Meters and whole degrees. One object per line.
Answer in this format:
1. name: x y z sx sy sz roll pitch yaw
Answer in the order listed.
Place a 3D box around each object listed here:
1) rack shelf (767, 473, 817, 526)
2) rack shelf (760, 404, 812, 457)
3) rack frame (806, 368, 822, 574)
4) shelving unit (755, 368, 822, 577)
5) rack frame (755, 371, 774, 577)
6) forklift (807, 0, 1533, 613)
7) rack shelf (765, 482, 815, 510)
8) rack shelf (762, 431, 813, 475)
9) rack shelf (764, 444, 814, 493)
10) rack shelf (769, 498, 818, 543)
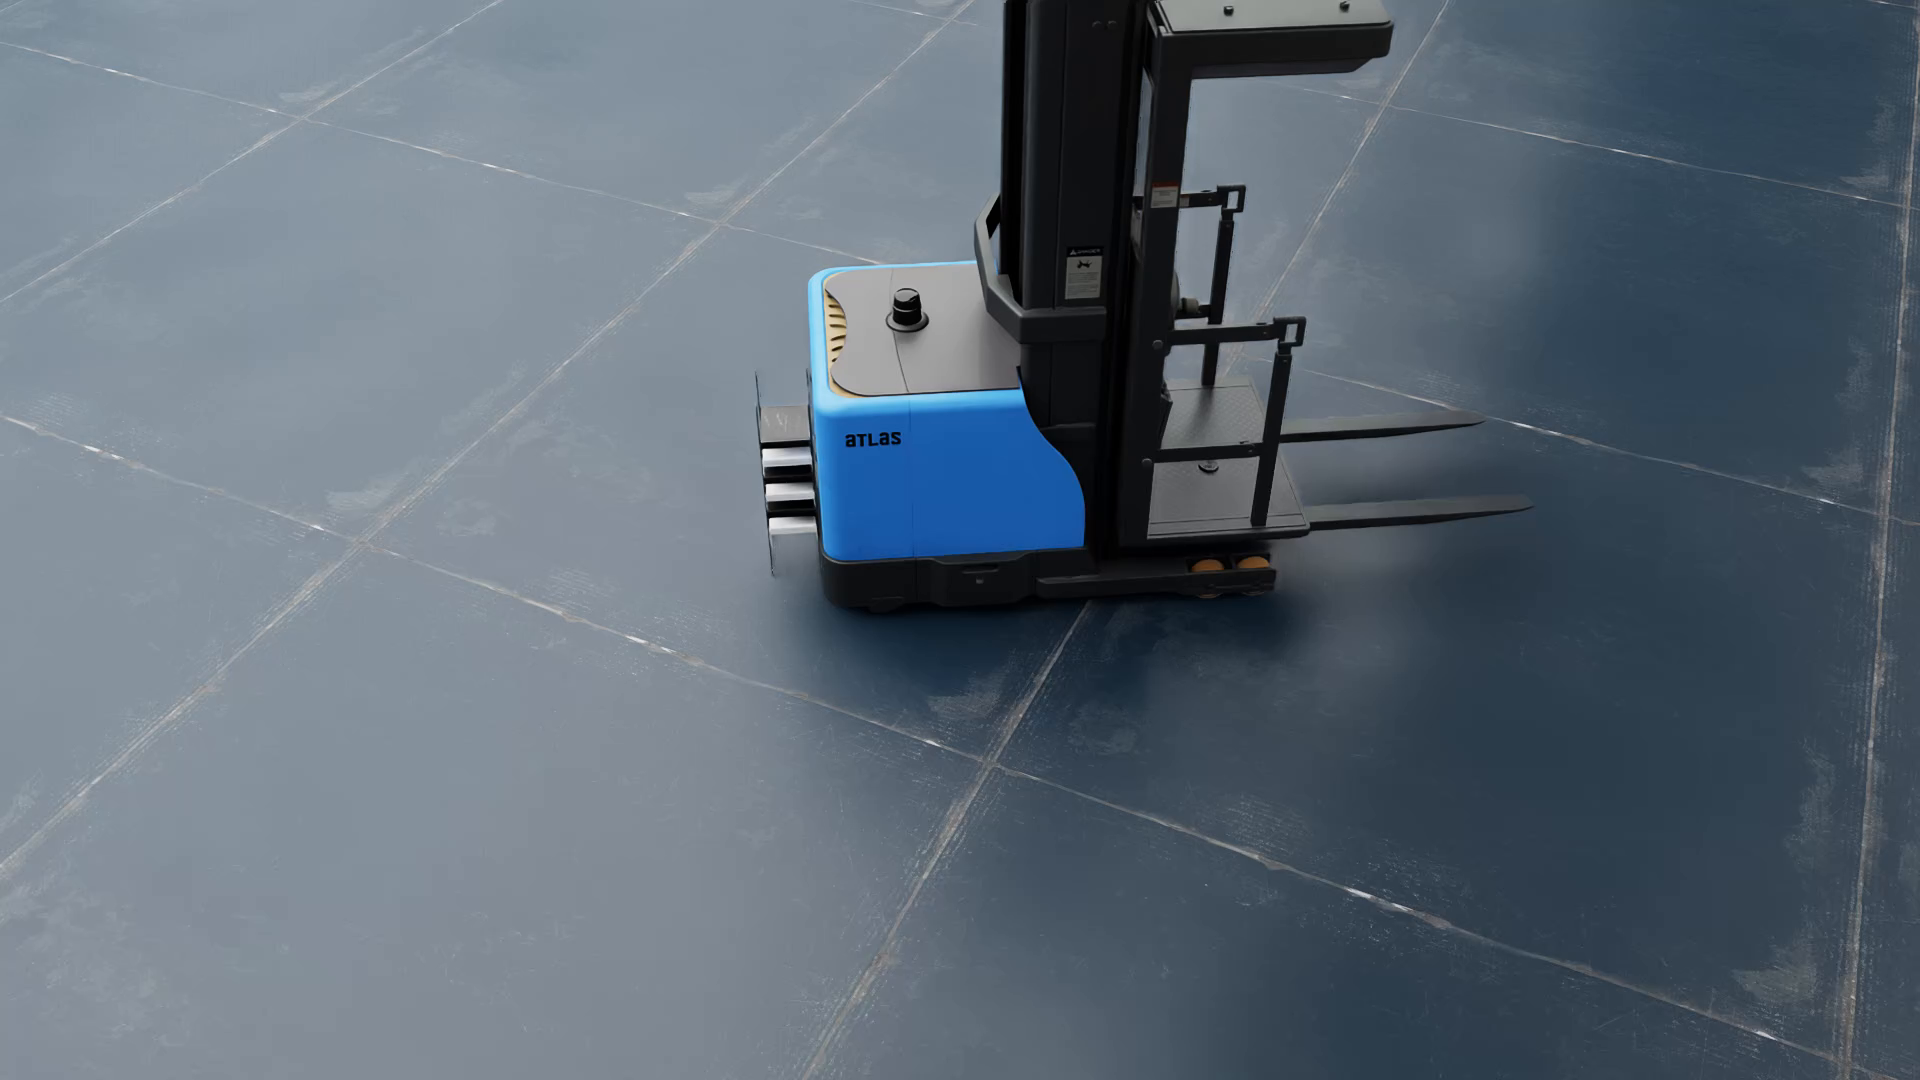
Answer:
1. rack shelf: -0.705 -0.172 6.950 0.200 0.077 0.258 -4 41 -4
2. rack shelf: -0.705 -0.444 6.714 0.200 0.077 0.258 -4 41 -4
3. rack frame: -0.604 -0.272 6.877 0.006 0.900 0.240 -4 41 -4
4. shelving unit: -0.705 -0.266 6.869 0.210 0.900 0.258 -4 41 -4
5. rack frame: -0.806 -0.259 6.862 0.006 0.900 0.240 -4 41 -4
6. forklift: 0.903 -1.206 6.404 3.031 2.935 1.130 -4 41 -4
7. rack shelf: -0.705 -0.240 6.891 0.200 0.077 0.258 -4 41 -4
8. rack shelf: -0.705 -0.376 6.773 0.200 0.077 0.258 -4 41 -4
9. rack shelf: -0.705 -0.308 6.832 0.200 0.077 0.258 -4 41 -4
10. rack shelf: -0.705 -0.104 7.009 0.200 0.077 0.258 -4 41 -4
